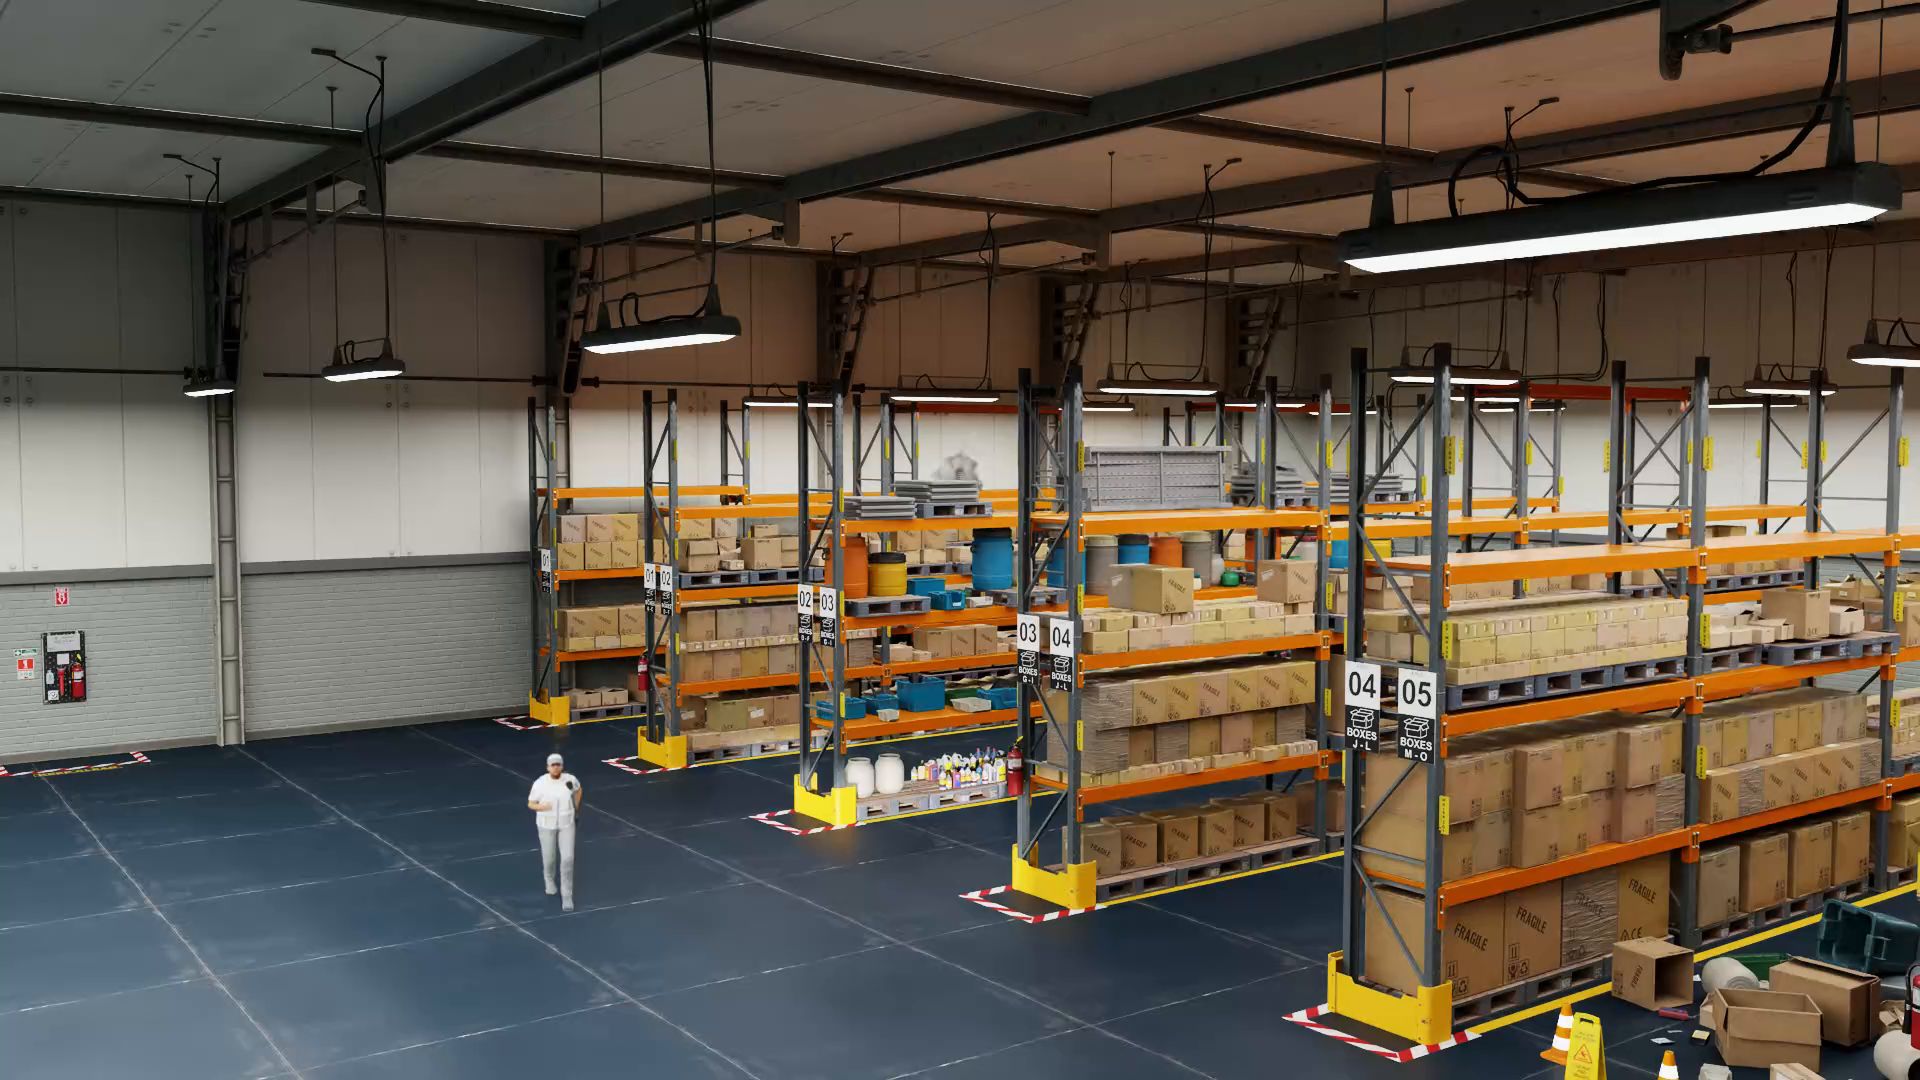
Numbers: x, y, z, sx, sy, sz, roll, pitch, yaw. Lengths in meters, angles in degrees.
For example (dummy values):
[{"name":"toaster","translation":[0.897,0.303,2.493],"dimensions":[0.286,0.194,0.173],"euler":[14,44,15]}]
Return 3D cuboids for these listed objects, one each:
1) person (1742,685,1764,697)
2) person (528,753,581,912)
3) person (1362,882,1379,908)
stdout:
[{"name":"person","translation":[11.834,2.864,24.527],"dimensions":[0.892,1.654,0.641],"euler":[-2,4,-28]},{"name":"person","translation":[-4.515,3.224,18.582],"dimensions":[0.602,1.680,0.886],"euler":[-1,4,-18]},{"name":"person","translation":[4.268,3.376,16.987],"dimensions":[0.660,1.585,0.548],"euler":[-2,4,-36]}]
